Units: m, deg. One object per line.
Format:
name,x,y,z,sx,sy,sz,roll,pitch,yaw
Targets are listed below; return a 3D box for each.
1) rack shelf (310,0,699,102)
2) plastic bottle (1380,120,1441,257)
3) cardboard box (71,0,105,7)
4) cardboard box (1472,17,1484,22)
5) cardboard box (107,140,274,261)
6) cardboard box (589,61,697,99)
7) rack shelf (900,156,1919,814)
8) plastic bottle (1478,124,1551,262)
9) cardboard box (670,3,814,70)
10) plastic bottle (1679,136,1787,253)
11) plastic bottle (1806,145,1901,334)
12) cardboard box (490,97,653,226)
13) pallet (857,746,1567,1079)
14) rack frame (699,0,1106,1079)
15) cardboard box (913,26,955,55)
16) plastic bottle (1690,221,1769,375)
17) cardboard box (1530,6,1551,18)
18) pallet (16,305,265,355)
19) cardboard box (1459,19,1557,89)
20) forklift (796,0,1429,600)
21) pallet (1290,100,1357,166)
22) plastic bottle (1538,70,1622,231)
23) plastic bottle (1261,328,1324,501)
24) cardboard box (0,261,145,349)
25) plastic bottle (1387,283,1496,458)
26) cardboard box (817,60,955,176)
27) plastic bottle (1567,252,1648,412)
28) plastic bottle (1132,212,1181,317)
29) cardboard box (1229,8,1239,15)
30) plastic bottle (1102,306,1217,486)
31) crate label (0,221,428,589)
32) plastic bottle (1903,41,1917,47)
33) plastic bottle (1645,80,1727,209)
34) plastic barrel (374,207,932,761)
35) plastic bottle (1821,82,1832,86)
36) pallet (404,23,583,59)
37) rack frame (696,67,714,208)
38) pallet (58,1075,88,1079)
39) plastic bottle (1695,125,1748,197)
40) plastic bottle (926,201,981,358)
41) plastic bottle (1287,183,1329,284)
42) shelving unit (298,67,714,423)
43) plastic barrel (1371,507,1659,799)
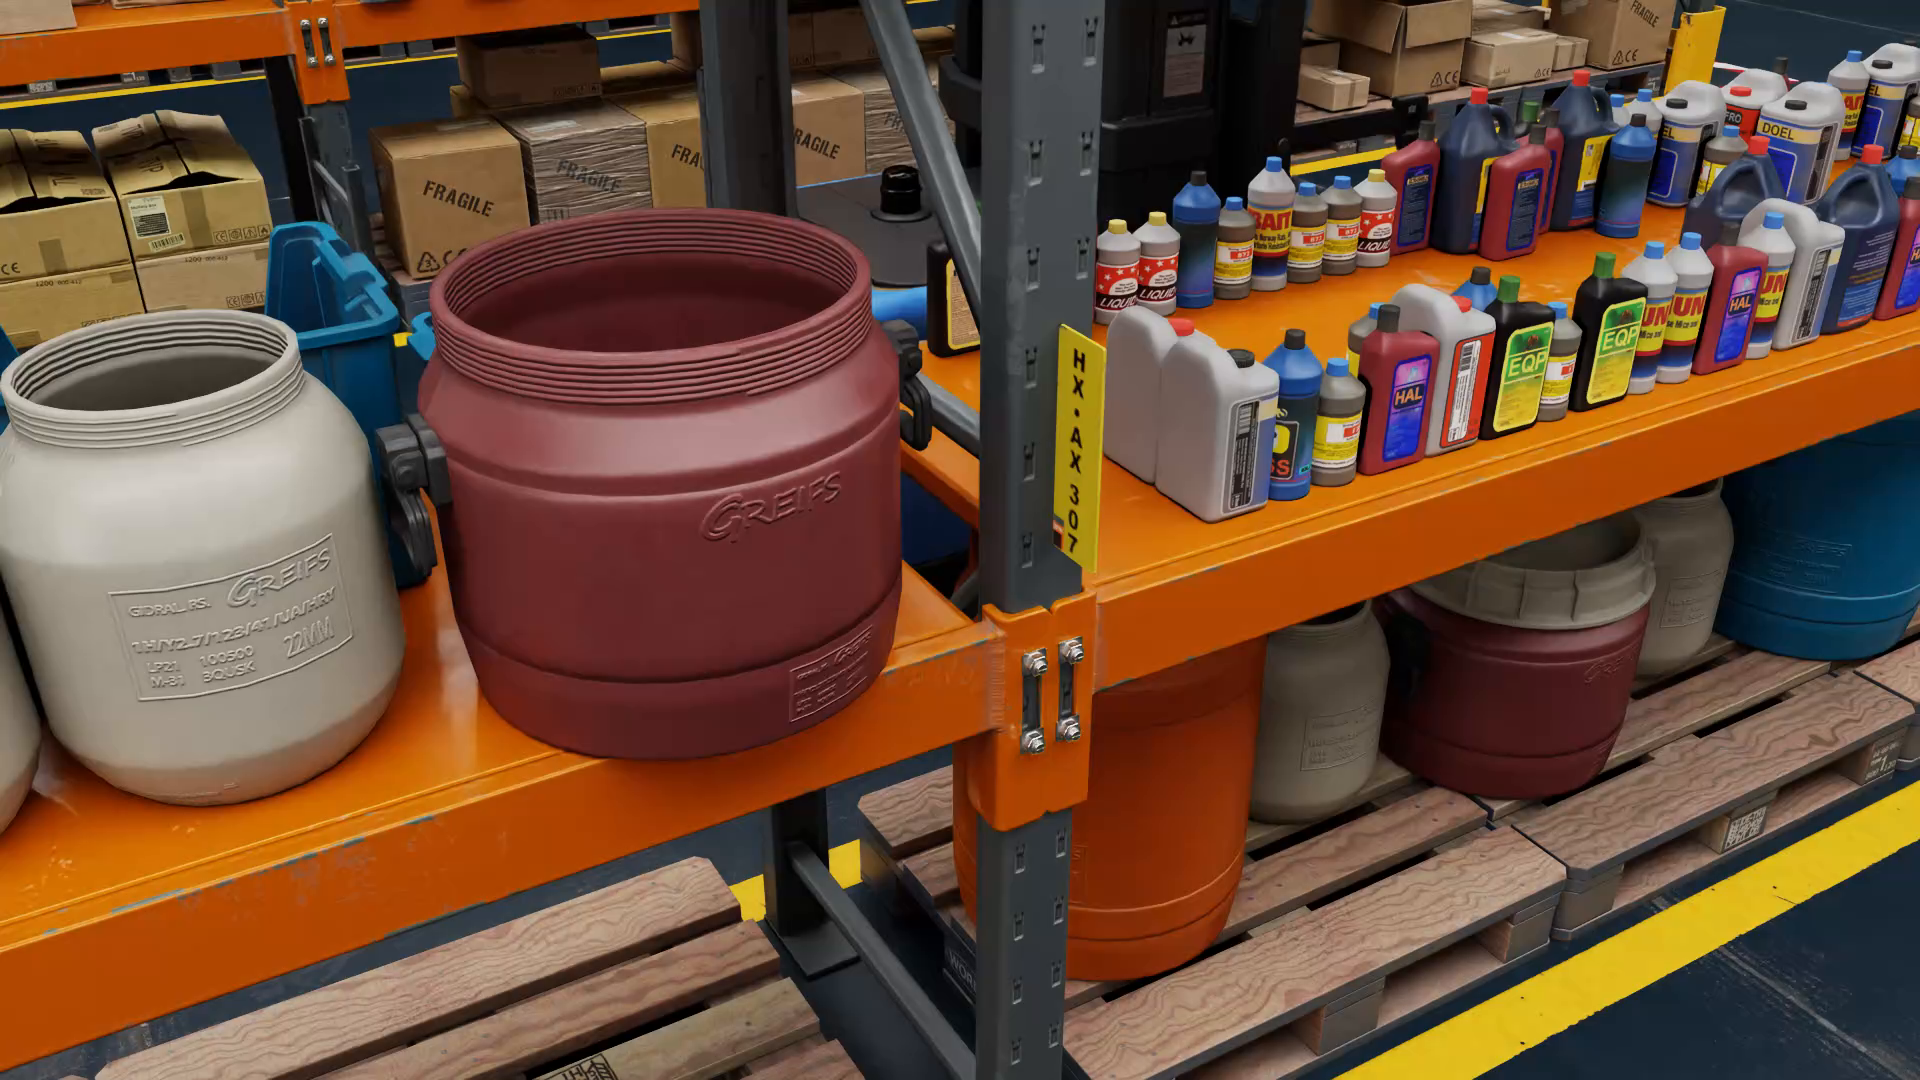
rack shelf,-0.911,-2.511,7.440,4.000,0.370,1.077,-16,33,-26
plastic bottle,0.989,-0.778,3.675,0.133,0.283,0.061,-16,33,-26
cardboard box,-3.505,-2.159,6.151,0.500,0.311,0.500,-16,33,-27
cardboard box,2.787,-3.024,10.015,0.500,0.250,0.500,-16,33,-26
cardboard box,-2.962,-1.331,6.389,0.500,0.311,0.500,-15,32,-25
cardboard box,-1.502,-1.888,7.699,0.500,0.500,0.500,-17,33,-28
rack shelf,1.595,-0.447,3.700,4.000,0.370,1.077,-16,33,-26
plastic bottle,1.221,-0.763,3.649,0.133,0.283,0.061,-16,33,-26
cardboard box,-1.022,-2.358,7.773,0.500,0.250,0.500,-17,33,-27
plastic bottle,1.550,-0.629,3.337,0.185,0.351,0.144,-16,33,-26
plastic bottle,1.743,-0.599,3.282,0.185,0.351,0.144,-16,33,-26
cardboard box,-1.650,-1.558,7.100,0.500,0.500,0.500,-17,33,-28
pallet,0.529,0.738,3.694,1.213,0.211,1.003,-16,33,-26
rack frame,-0.129,-0.272,2.639,0.127,3.000,1.000,-16,33,-26
cardboard box,-0.182,-2.262,8.376,0.500,0.500,0.500,-15,32,-26
plastic bottle,1.427,-0.456,3.093,0.133,0.283,0.061,-16,33,-26
cardboard box,3.727,-3.280,10.584,0.250,0.149,0.380,-16,33,-26
pallet,-3.365,-0.930,6.718,1.213,0.211,1.003,-16,33,-26
cardboard box,3.084,-2.828,9.660,0.500,0.250,0.500,-16,33,-26
forklift,0.799,-1.490,4.916,3.031,2.935,1.130,-16,33,-26
pallet,1.406,-2.262,9.131,1.213,0.211,1.003,-16,33,-26
plastic bottle,1.422,-0.907,3.839,0.185,0.351,0.144,-16,33,-26
plastic bottle,0.521,-0.204,2.649,0.097,0.271,0.097,0,29,0
cardboard box,-3.408,-0.959,6.294,0.500,0.250,0.500,-16,33,-27
plastic bottle,0.807,-0.302,2.822,0.135,0.276,0.152,-16,33,-26
cardboard box,-0.330,-1.934,7.781,0.500,0.500,0.500,-15,32,-26
plastic bottle,1.144,-0.376,2.947,0.133,0.283,0.061,-16,33,-26
plastic bottle,0.395,-0.563,3.371,0.097,0.201,0.097,0,29,0
cardboard box,1.161,-2.672,9.118,0.500,0.500,0.500,-16,33,-26
plastic bottle,0.331,-0.253,2.732,0.135,0.276,0.152,-16,33,-26
crate label,-1.123,-0.157,2.394,0.616,0.435,0.502,-16,33,-26
plastic bottle,2.498,-1.191,4.436,0.097,0.271,0.097,0,29,0
plastic bottle,1.729,-0.959,4.012,0.135,0.276,0.152,-16,33,-26
plastic barrel,-0.376,-0.092,2.171,0.708,0.536,0.600,-16,33,-26
plastic bottle,2.214,-1.079,4.307,0.097,0.201,0.097,0,29,0
pallet,-3.380,-3.637,11.621,1.213,0.211,1.003,-16,33,-26
rack frame,-0.562,-0.497,4.598,0.032,1.500,0.500,-16,33,-26
pallet,-1.867,1.419,2.461,1.213,0.211,1.003,-16,33,-26
plastic bottle,1.808,-0.879,3.944,0.097,0.201,0.097,0,29,0
plastic bottle,0.003,-0.498,3.168,0.133,0.283,0.061,-16,33,-26
plastic bottle,0.731,-0.658,3.544,0.097,0.201,0.097,0,29,0
shelving unit,-0.992,-0.374,4.376,1.083,1.500,0.587,-16,33,-26
plastic barrel,1.258,0.196,3.851,0.708,0.588,0.600,-16,33,-26
